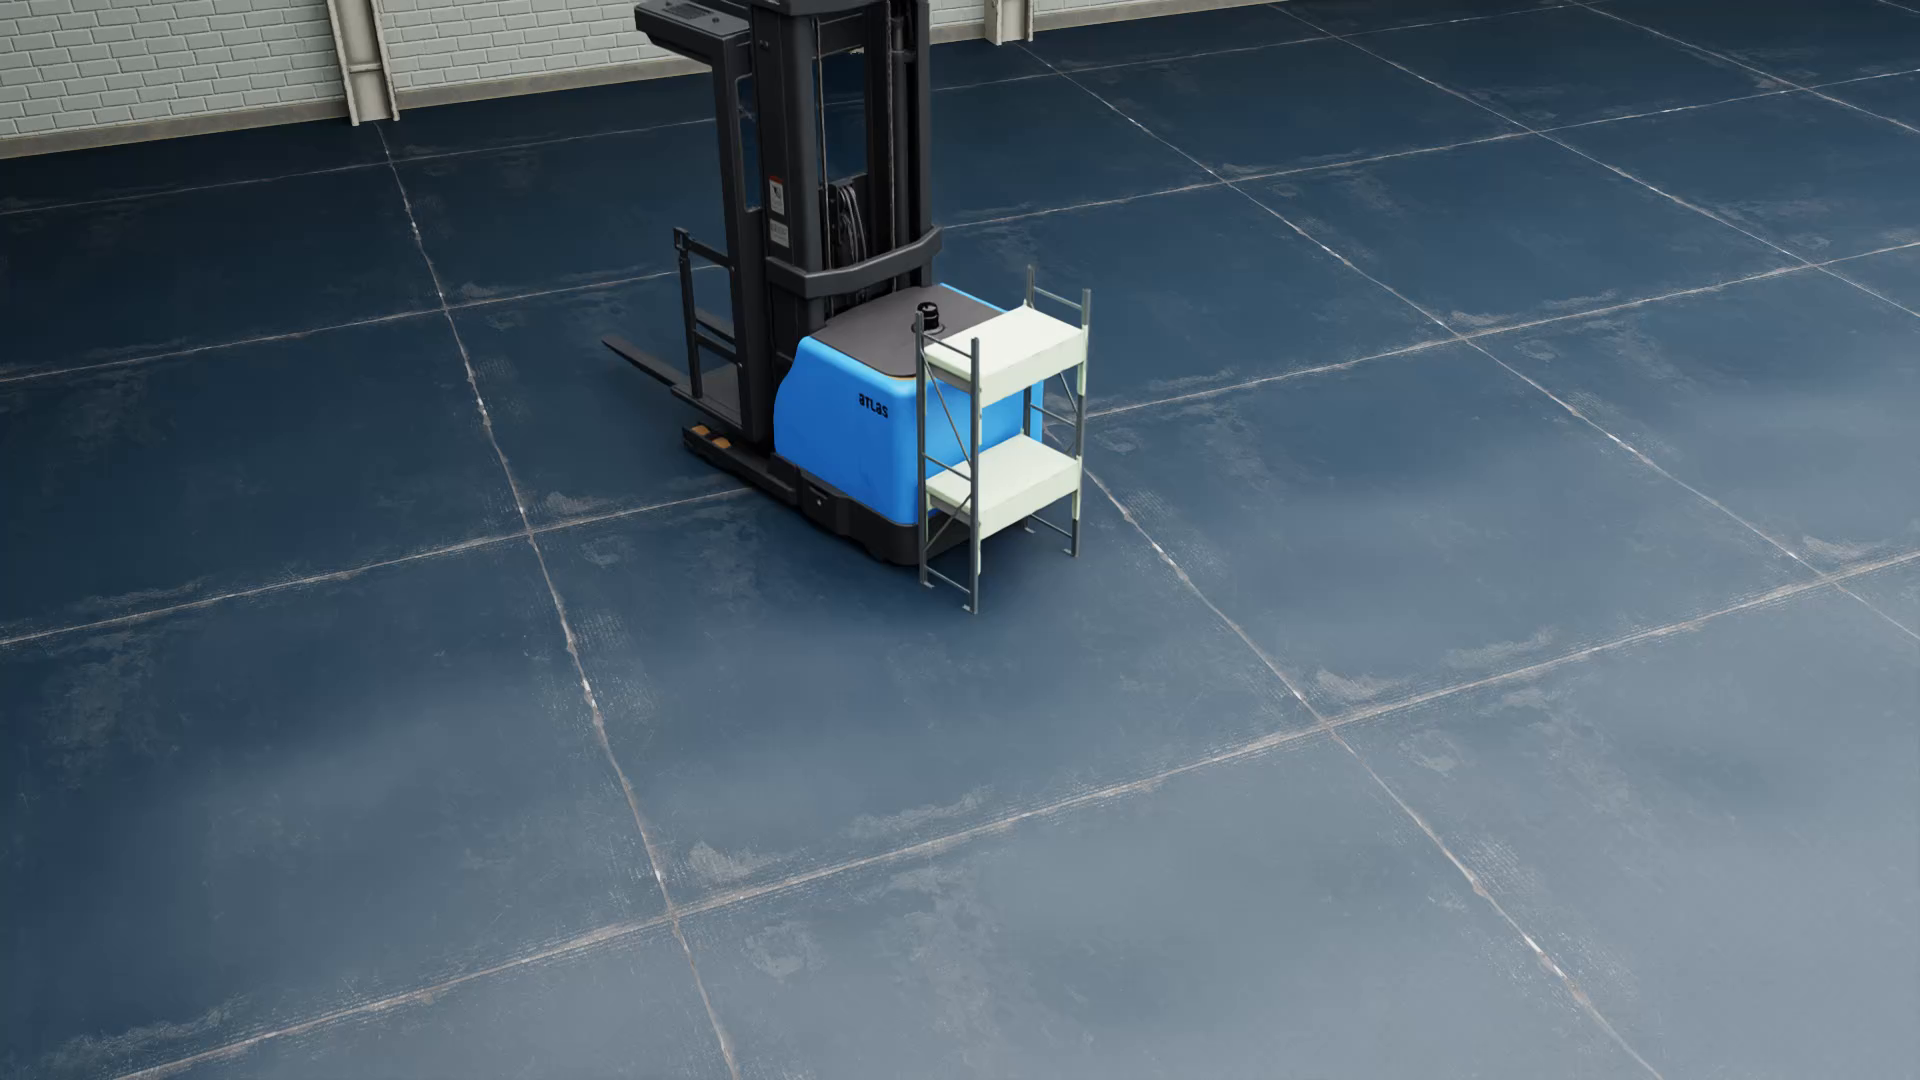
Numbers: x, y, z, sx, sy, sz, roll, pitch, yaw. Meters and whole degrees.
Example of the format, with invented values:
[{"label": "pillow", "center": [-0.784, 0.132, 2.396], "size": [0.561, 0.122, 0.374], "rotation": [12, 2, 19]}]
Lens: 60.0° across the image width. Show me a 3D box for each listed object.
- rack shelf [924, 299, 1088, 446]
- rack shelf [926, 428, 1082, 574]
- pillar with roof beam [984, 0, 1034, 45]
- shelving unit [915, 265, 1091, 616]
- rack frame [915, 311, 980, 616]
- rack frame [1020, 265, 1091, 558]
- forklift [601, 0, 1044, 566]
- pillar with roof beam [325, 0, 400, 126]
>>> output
[{"label": "rack shelf", "center": [0.205, -0.805, 7.897], "size": [0.720, 0.370, 0.431], "rotation": [-28, 42, -36]}, {"label": "rack shelf", "center": [0.205, -0.205, 8.287], "size": [0.720, 0.370, 0.431], "rotation": [-28, 42, -36]}, {"label": "pillar with roof beam", "center": [2.141, -6.523, 10.523], "size": [0.400, 9.000, 9.100], "rotation": [-13, 35, -19]}, {"label": "shelving unit", "center": [0.205, -0.478, 8.110], "size": [0.755, 1.500, 0.431], "rotation": [-28, 42, -36]}, {"label": "rack frame", "center": [-0.058, -0.339, 7.896], "size": [0.023, 1.500, 0.400], "rotation": [-28, 42, -36]}, {"label": "rack frame", "center": [0.468, -0.617, 8.323], "size": [0.023, 1.500, 0.400], "rotation": [-28, 42, -36]}, {"label": "forklift", "center": [-0.930, -1.810, 8.844], "size": [1.130, 2.935, 3.031], "rotation": [-27, 42, -35]}, {"label": "pillar with roof beam", "center": [-3.391, -5.256, 8.577], "size": [0.400, 9.000, 9.100], "rotation": [-13, 35, -19]}]
